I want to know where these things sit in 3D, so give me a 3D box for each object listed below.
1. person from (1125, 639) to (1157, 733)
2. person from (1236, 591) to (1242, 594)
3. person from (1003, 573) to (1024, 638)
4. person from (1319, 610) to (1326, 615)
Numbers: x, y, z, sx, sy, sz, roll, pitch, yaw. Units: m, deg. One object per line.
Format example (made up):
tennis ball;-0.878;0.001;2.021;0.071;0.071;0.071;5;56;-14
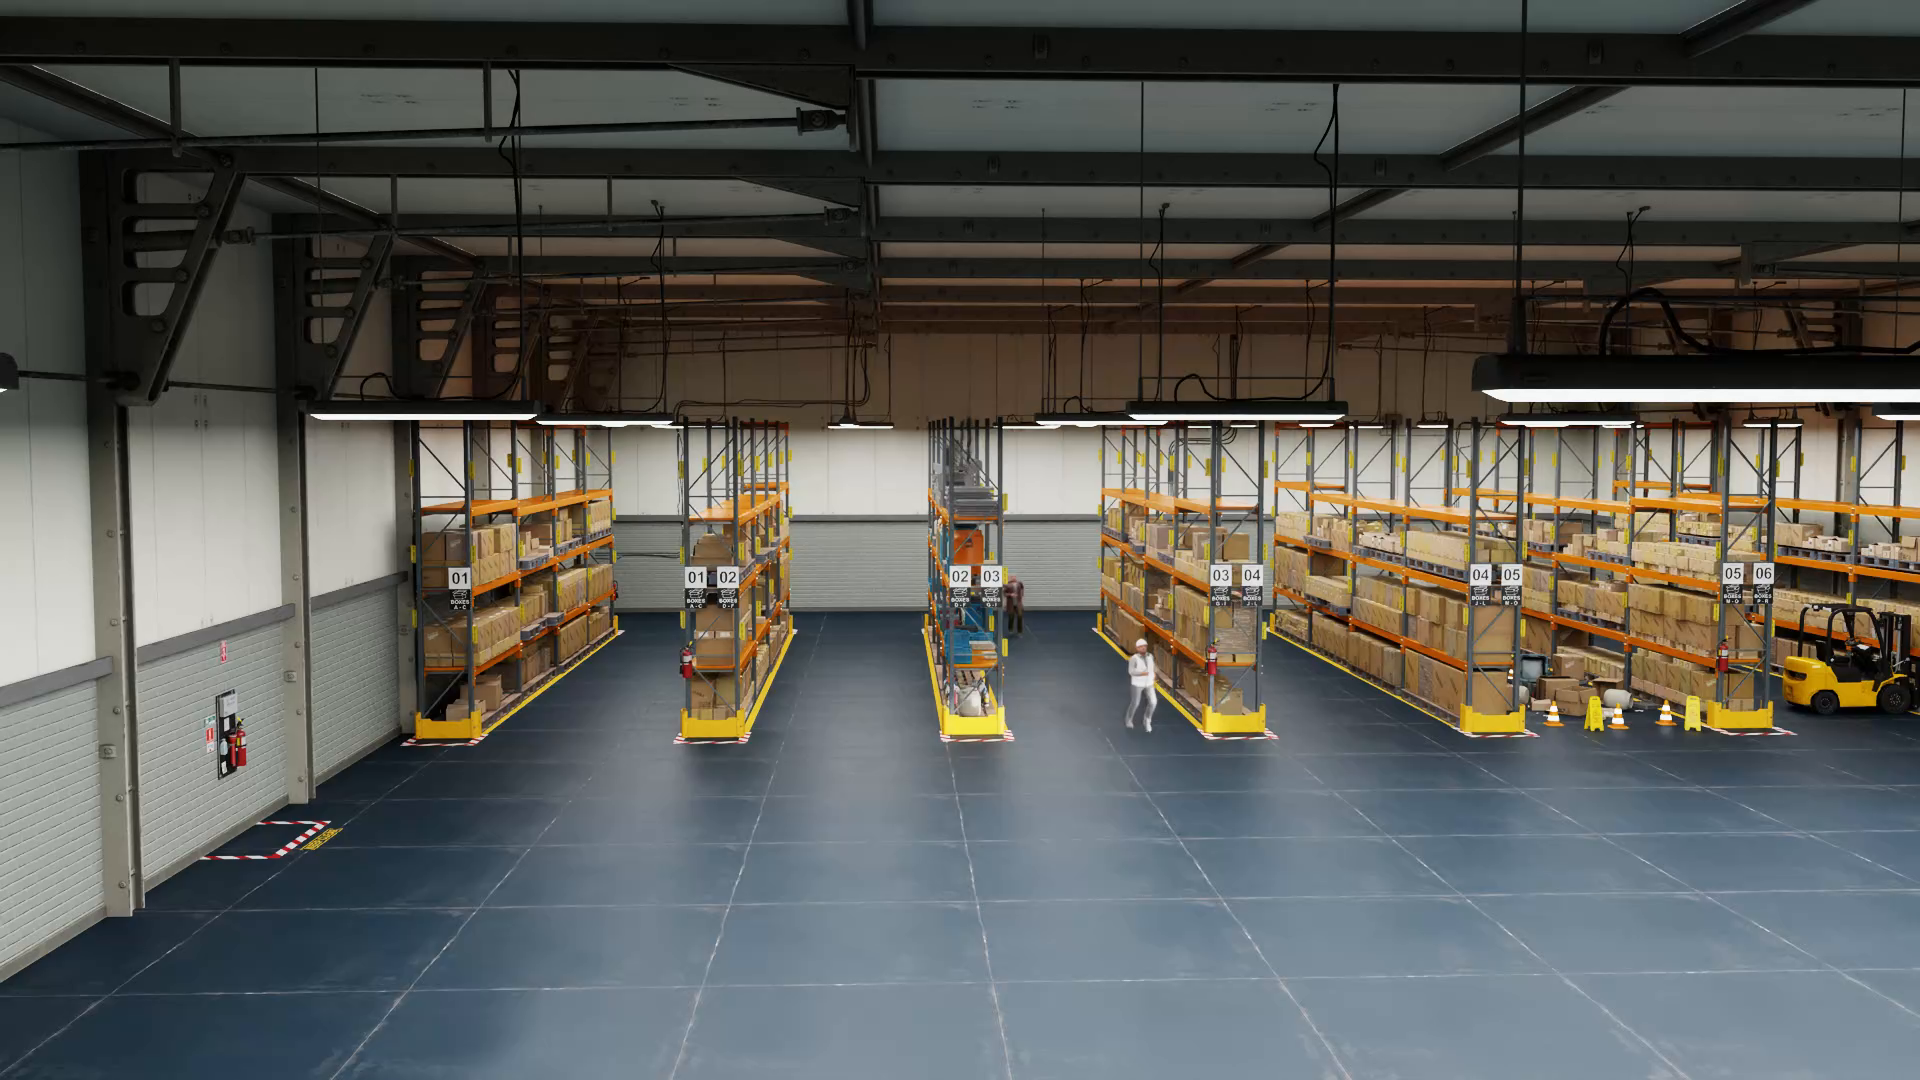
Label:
person;3.484;2.767;31.721;0.665;1.785;0.864;-1;4;-17
person;7.783;1.921;45.440;0.671;1.728;0.853;0;4;7
person;1.483;1.826;46.439;0.661;1.825;0.900;-1;4;-10
person;10.730;1.704;48.347;0.745;1.789;0.674;-3;5;-35
